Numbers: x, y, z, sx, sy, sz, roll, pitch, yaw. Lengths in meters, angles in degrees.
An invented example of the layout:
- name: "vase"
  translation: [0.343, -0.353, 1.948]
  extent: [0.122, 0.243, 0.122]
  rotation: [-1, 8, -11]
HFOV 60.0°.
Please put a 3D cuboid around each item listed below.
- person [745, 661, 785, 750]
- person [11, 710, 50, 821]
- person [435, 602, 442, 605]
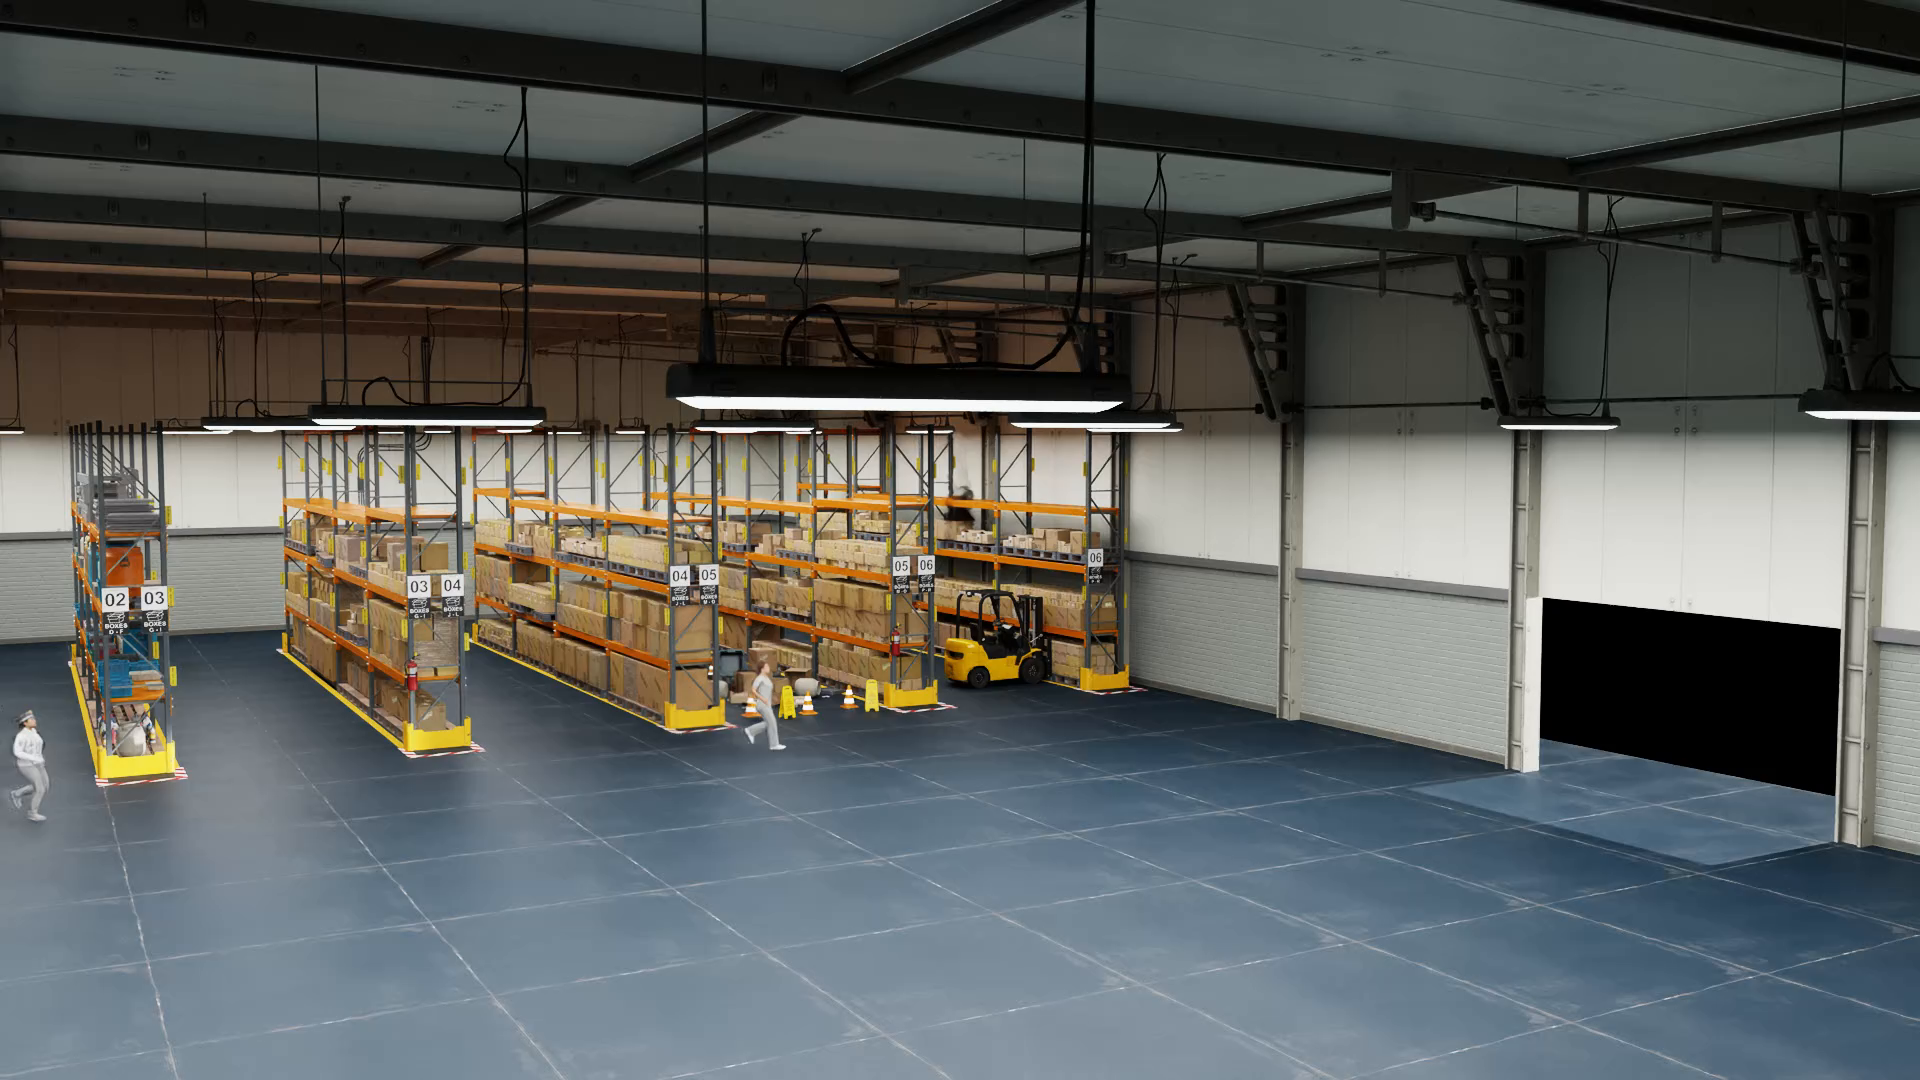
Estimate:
- name: "person"
  translation: [-3.592, 3.030, 30.414]
  extent: [0.793, 1.642, 0.597]
  rotation: [1, 4, 11]
- name: "person"
  translation: [-13.936, 3.370, 24.863]
  extent: [0.554, 1.657, 0.664]
  rotation: [-1, 4, -10]
- name: "person"
  translation: [-14.441, 2.059, 45.787]
  extent: [0.727, 1.673, 0.518]
  rotation: [0, 4, -1]
